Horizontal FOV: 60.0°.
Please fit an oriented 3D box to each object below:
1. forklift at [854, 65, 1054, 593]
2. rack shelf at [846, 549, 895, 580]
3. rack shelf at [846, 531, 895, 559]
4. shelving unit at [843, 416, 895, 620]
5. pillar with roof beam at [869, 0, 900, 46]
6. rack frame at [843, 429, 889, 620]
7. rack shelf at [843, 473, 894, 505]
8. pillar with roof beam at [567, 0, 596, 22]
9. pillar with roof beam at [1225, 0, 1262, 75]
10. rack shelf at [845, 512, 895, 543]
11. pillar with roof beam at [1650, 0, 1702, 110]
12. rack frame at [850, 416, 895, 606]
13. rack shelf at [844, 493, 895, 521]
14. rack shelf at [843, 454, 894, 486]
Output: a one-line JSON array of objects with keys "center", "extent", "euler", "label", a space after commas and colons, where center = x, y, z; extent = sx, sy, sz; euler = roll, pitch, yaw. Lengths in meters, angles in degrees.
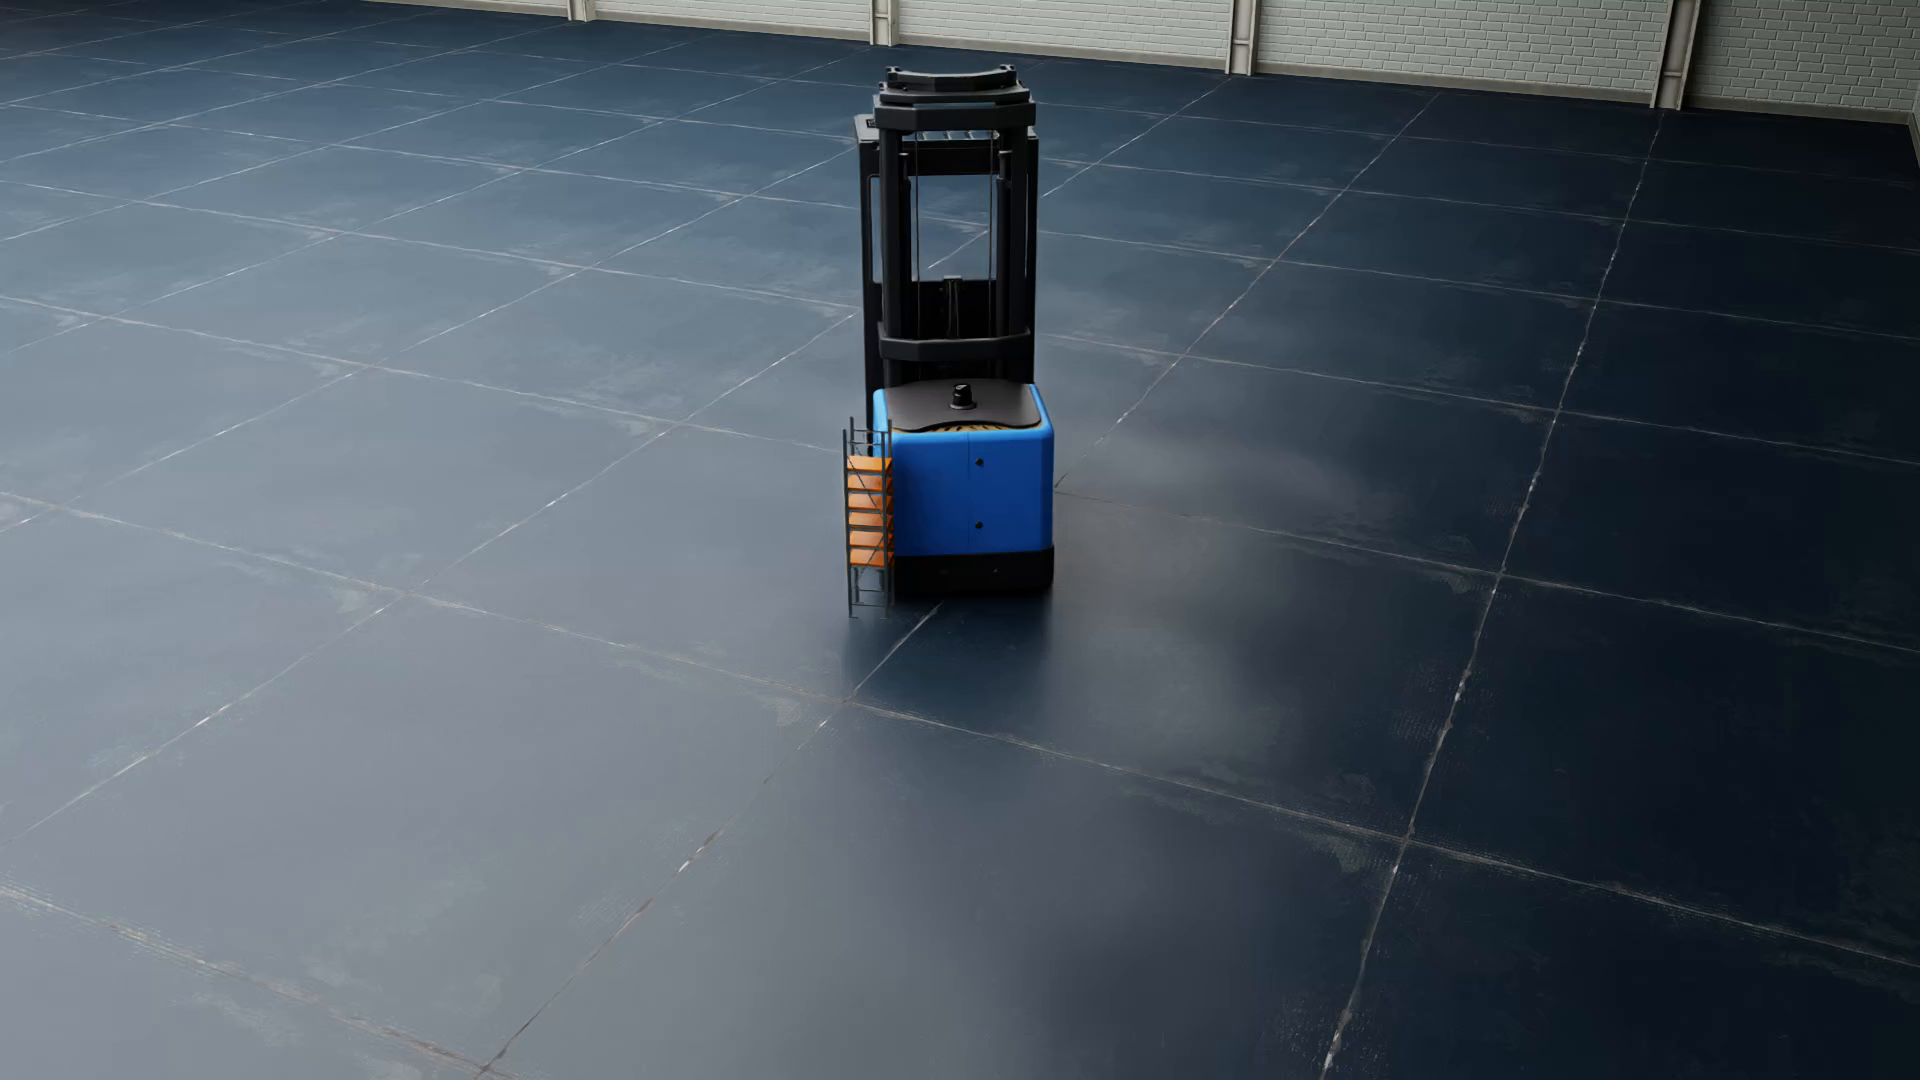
[{"center": [-0.095, -1.614, 10.711], "extent": [1.130, 2.935, 3.031], "euler": [-2, 26, -5], "label": "forklift"}, {"center": [-0.522, 0.140, 9.752], "extent": [0.258, 0.103, 0.180], "euler": [4, 27, 9], "label": "rack shelf"}, {"center": [-0.522, 0.032, 9.699], "extent": [0.258, 0.103, 0.180], "euler": [4, 27, 9], "label": "rack shelf"}, {"center": [-0.523, -0.115, 9.626], "extent": [0.258, 1.200, 0.189], "euler": [4, 27, 9], "label": "shelving unit"}, {"center": [-3.015, -10.447, 21.781], "extent": [0.400, 9.000, 9.100], "euler": [11, 28, 22], "label": "pillar with roof beam"}, {"center": [-0.538, -0.075, 9.545], "extent": [0.240, 1.200, 0.006], "euler": [4, 27, 9], "label": "rack frame"}, {"center": [-0.523, -0.291, 9.539], "extent": [0.258, 0.103, 0.180], "euler": [4, 27, 9], "label": "rack shelf"}, {"center": [-8.476, -11.544, 24.010], "extent": [0.400, 9.000, 9.100], "euler": [11, 28, 22], "label": "pillar with roof beam"}, {"center": [2.447, -9.350, 19.553], "extent": [0.400, 9.000, 9.100], "euler": [11, 28, 22], "label": "pillar with roof beam"}, {"center": [-0.523, -0.076, 9.645], "extent": [0.258, 0.103, 0.180], "euler": [4, 27, 9], "label": "rack shelf"}, {"center": [7.909, -8.253, 17.325], "extent": [0.400, 9.000, 9.100], "euler": [11, 28, 22], "label": "pillar with roof beam"}, {"center": [-0.507, -0.155, 9.707], "extent": [0.240, 1.200, 0.006], "euler": [4, 27, 9], "label": "rack frame"}, {"center": [-0.523, -0.183, 9.592], "extent": [0.258, 0.103, 0.180], "euler": [4, 27, 9], "label": "rack shelf"}, {"center": [-0.523, -0.398, 9.486], "extent": [0.258, 0.103, 0.180], "euler": [4, 27, 9], "label": "rack shelf"}]
